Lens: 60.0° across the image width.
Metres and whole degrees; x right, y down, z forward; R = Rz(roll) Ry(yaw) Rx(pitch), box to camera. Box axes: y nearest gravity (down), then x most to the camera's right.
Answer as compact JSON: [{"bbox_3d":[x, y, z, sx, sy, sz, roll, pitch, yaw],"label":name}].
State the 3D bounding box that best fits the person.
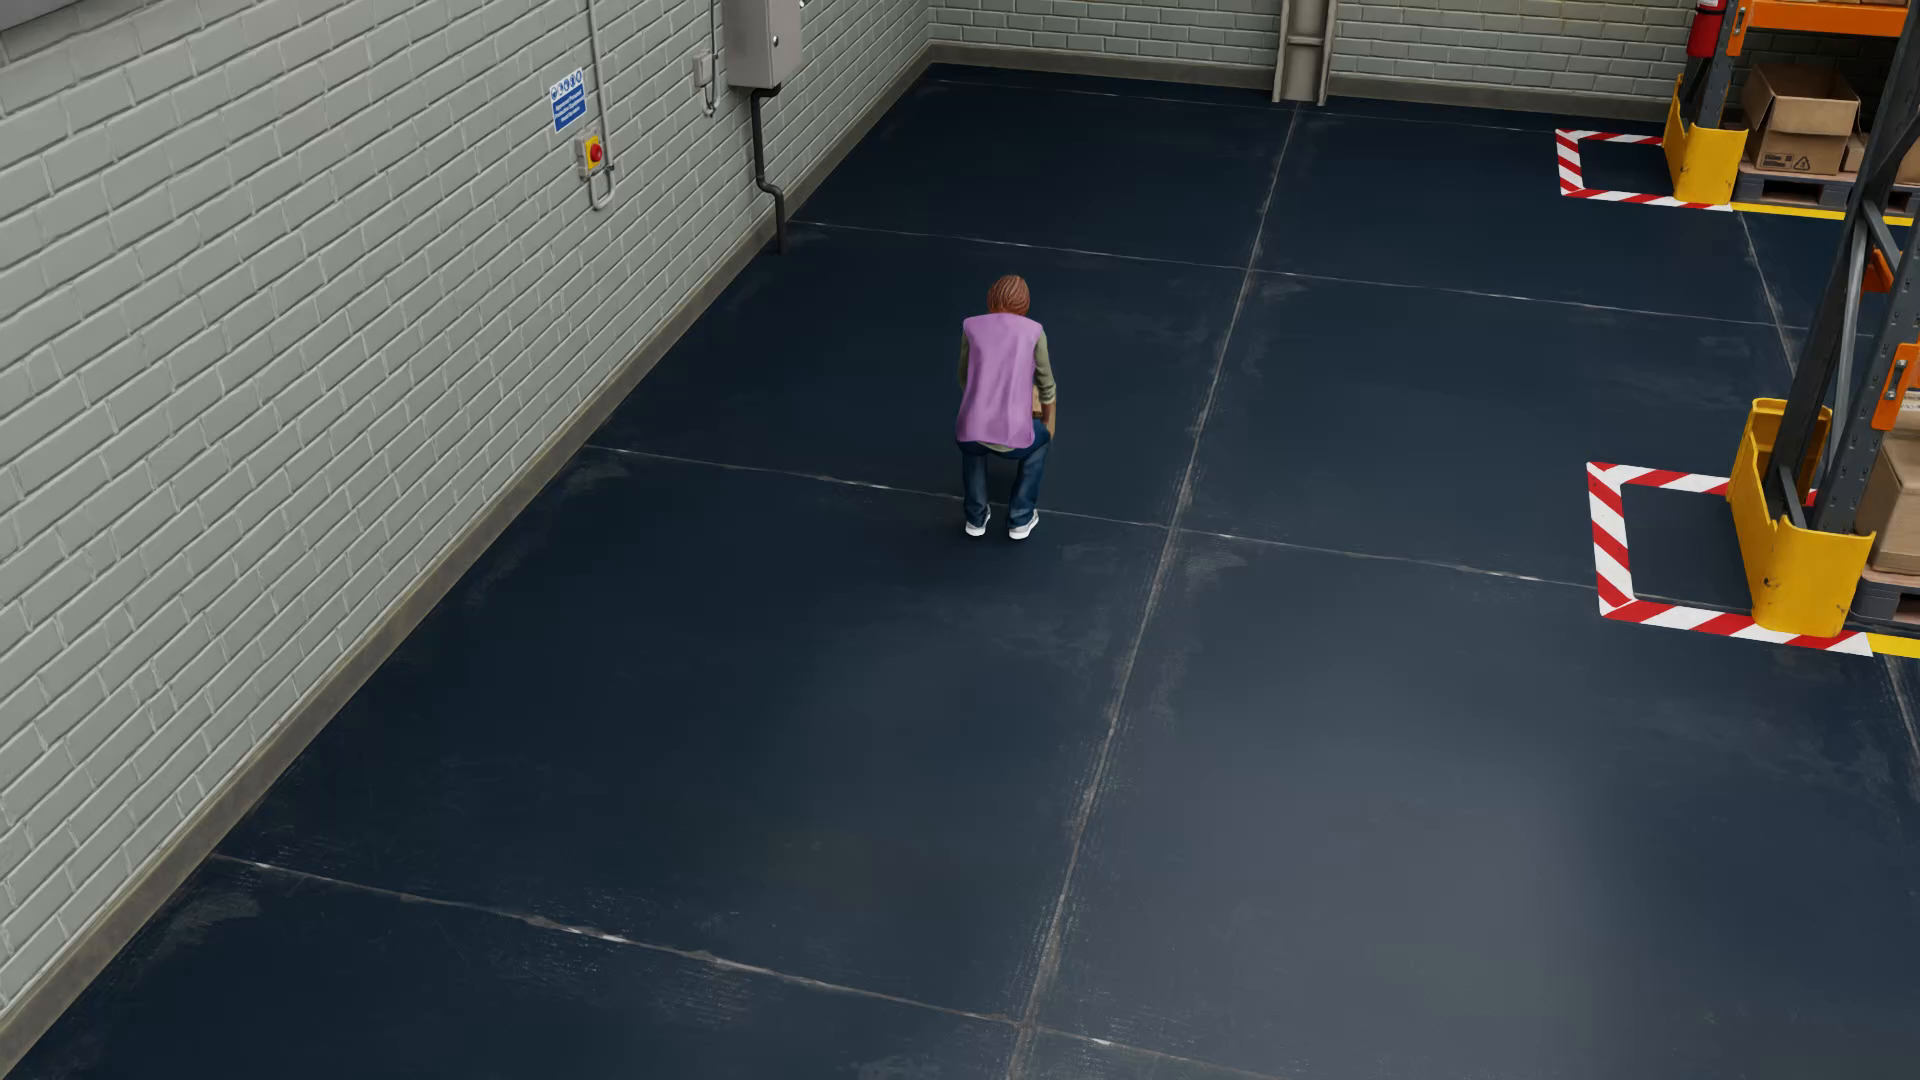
[{"bbox_3d":[0.171,-0.551,7.450,0.461,1.094,0.738,8,34,12],"label":"person"}]
